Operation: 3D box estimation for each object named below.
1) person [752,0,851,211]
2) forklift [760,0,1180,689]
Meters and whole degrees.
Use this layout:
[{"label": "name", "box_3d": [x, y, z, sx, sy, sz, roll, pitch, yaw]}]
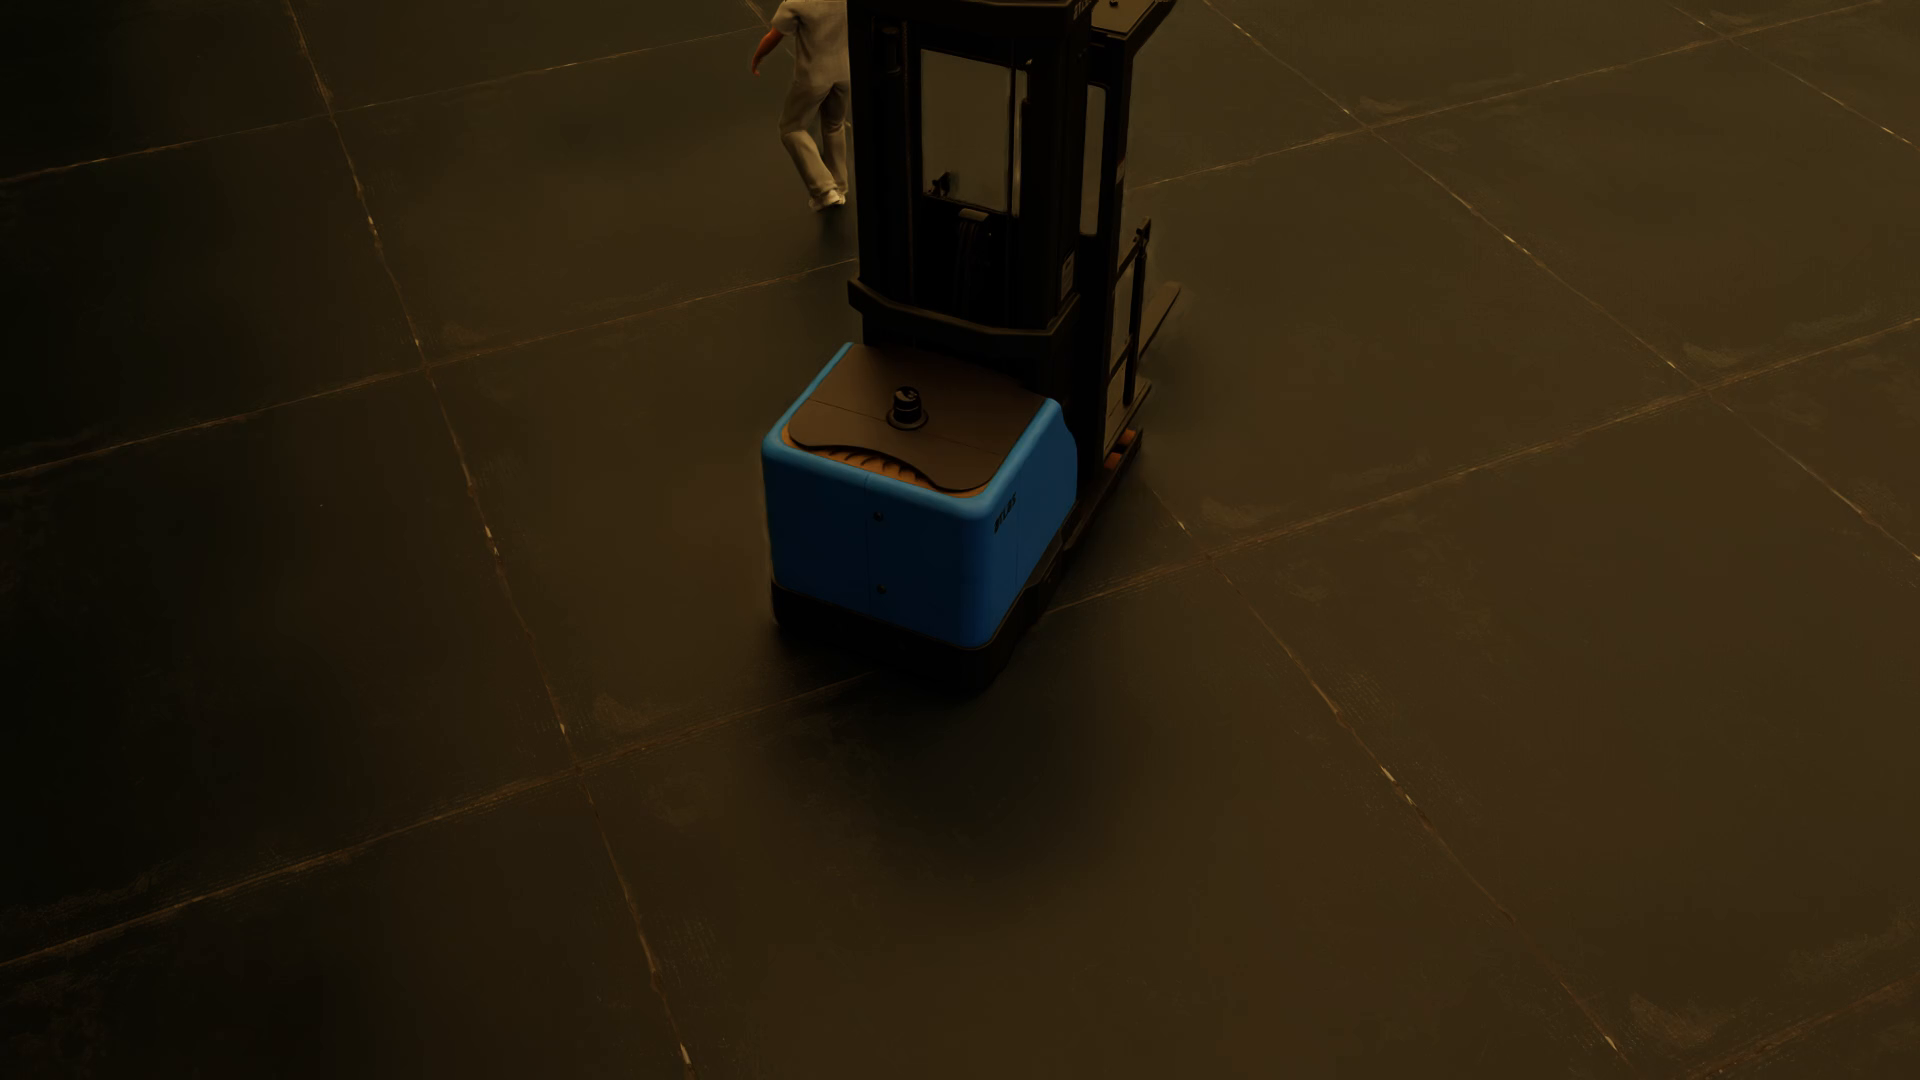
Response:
[{"label": "person", "box_3d": [-0.764, -2.607, 9.410, 0.684, 1.659, 0.568, -21, 47, -21]}, {"label": "forklift", "box_3d": [0.252, -1.451, 7.235, 1.130, 2.935, 3.031, 17, 46, 18]}]
